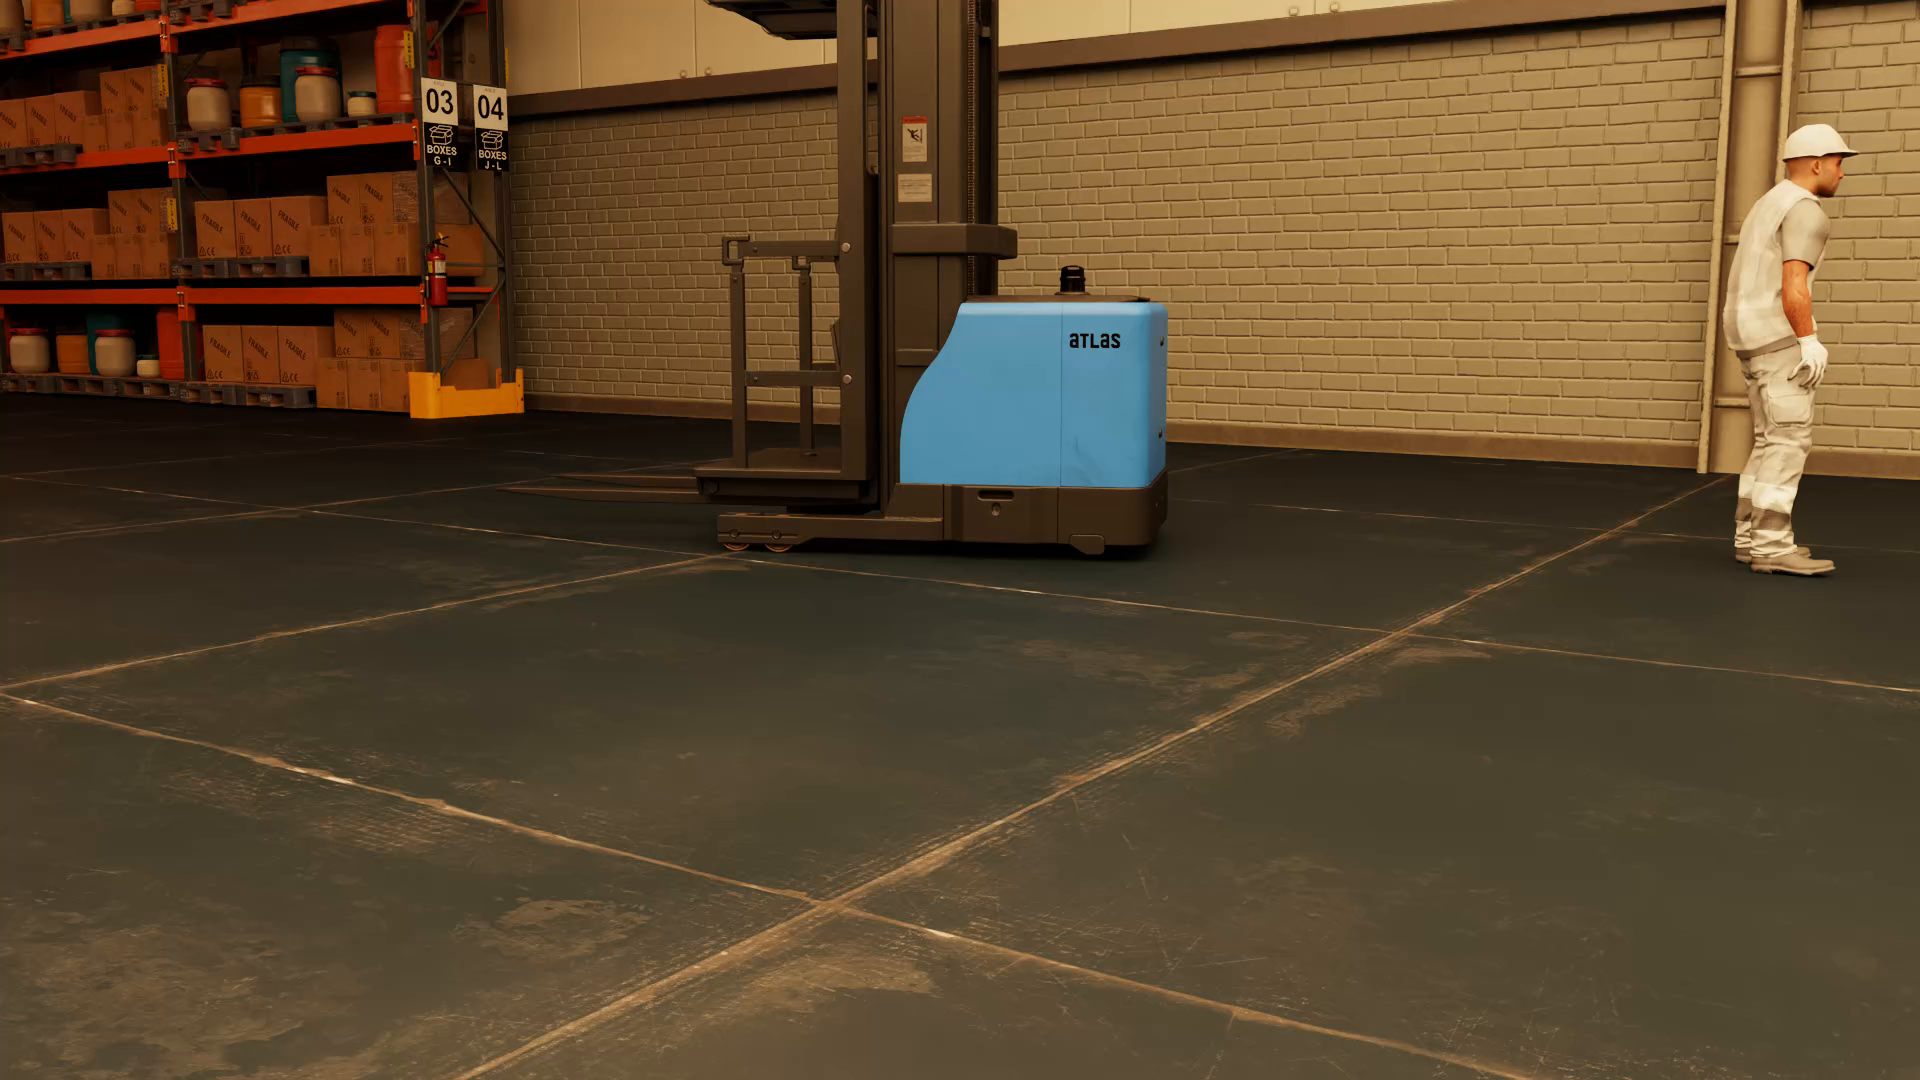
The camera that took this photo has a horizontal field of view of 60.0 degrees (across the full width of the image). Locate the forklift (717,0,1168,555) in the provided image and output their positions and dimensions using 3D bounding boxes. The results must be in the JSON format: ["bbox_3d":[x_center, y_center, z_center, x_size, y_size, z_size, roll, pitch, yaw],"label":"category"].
[{"bbox_3d":[-0.596,-1.469,7.520,3.031,2.935,1.130,2,8,12],"label":"forklift"}]

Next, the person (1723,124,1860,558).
[{"bbox_3d":[3.346,-0.801,6.727,0.452,1.720,0.617,2,8,11],"label":"person"}]
